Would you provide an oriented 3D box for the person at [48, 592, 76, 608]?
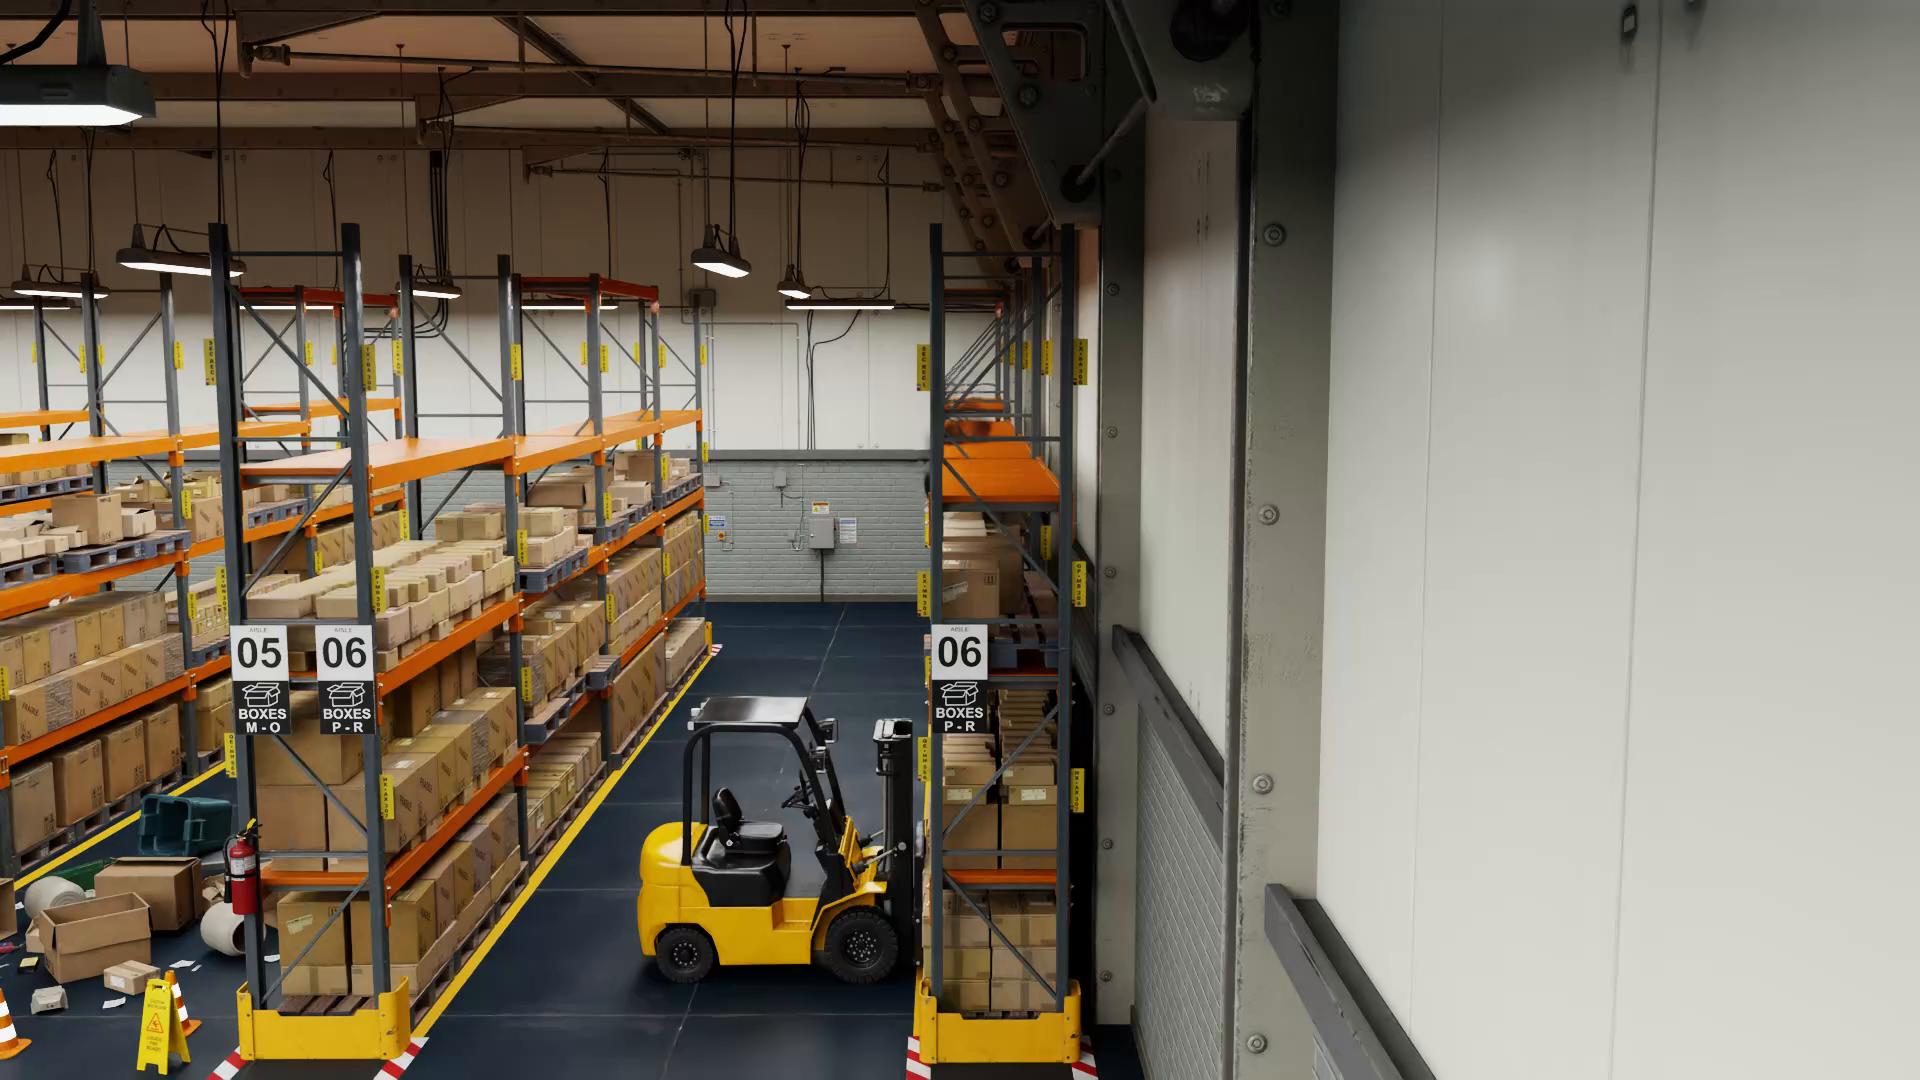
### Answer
[{"bbox_3d":[-12.887,1.475,23.967,0.714,1.743,0.977,0,7,-2],"label":"person"}]
